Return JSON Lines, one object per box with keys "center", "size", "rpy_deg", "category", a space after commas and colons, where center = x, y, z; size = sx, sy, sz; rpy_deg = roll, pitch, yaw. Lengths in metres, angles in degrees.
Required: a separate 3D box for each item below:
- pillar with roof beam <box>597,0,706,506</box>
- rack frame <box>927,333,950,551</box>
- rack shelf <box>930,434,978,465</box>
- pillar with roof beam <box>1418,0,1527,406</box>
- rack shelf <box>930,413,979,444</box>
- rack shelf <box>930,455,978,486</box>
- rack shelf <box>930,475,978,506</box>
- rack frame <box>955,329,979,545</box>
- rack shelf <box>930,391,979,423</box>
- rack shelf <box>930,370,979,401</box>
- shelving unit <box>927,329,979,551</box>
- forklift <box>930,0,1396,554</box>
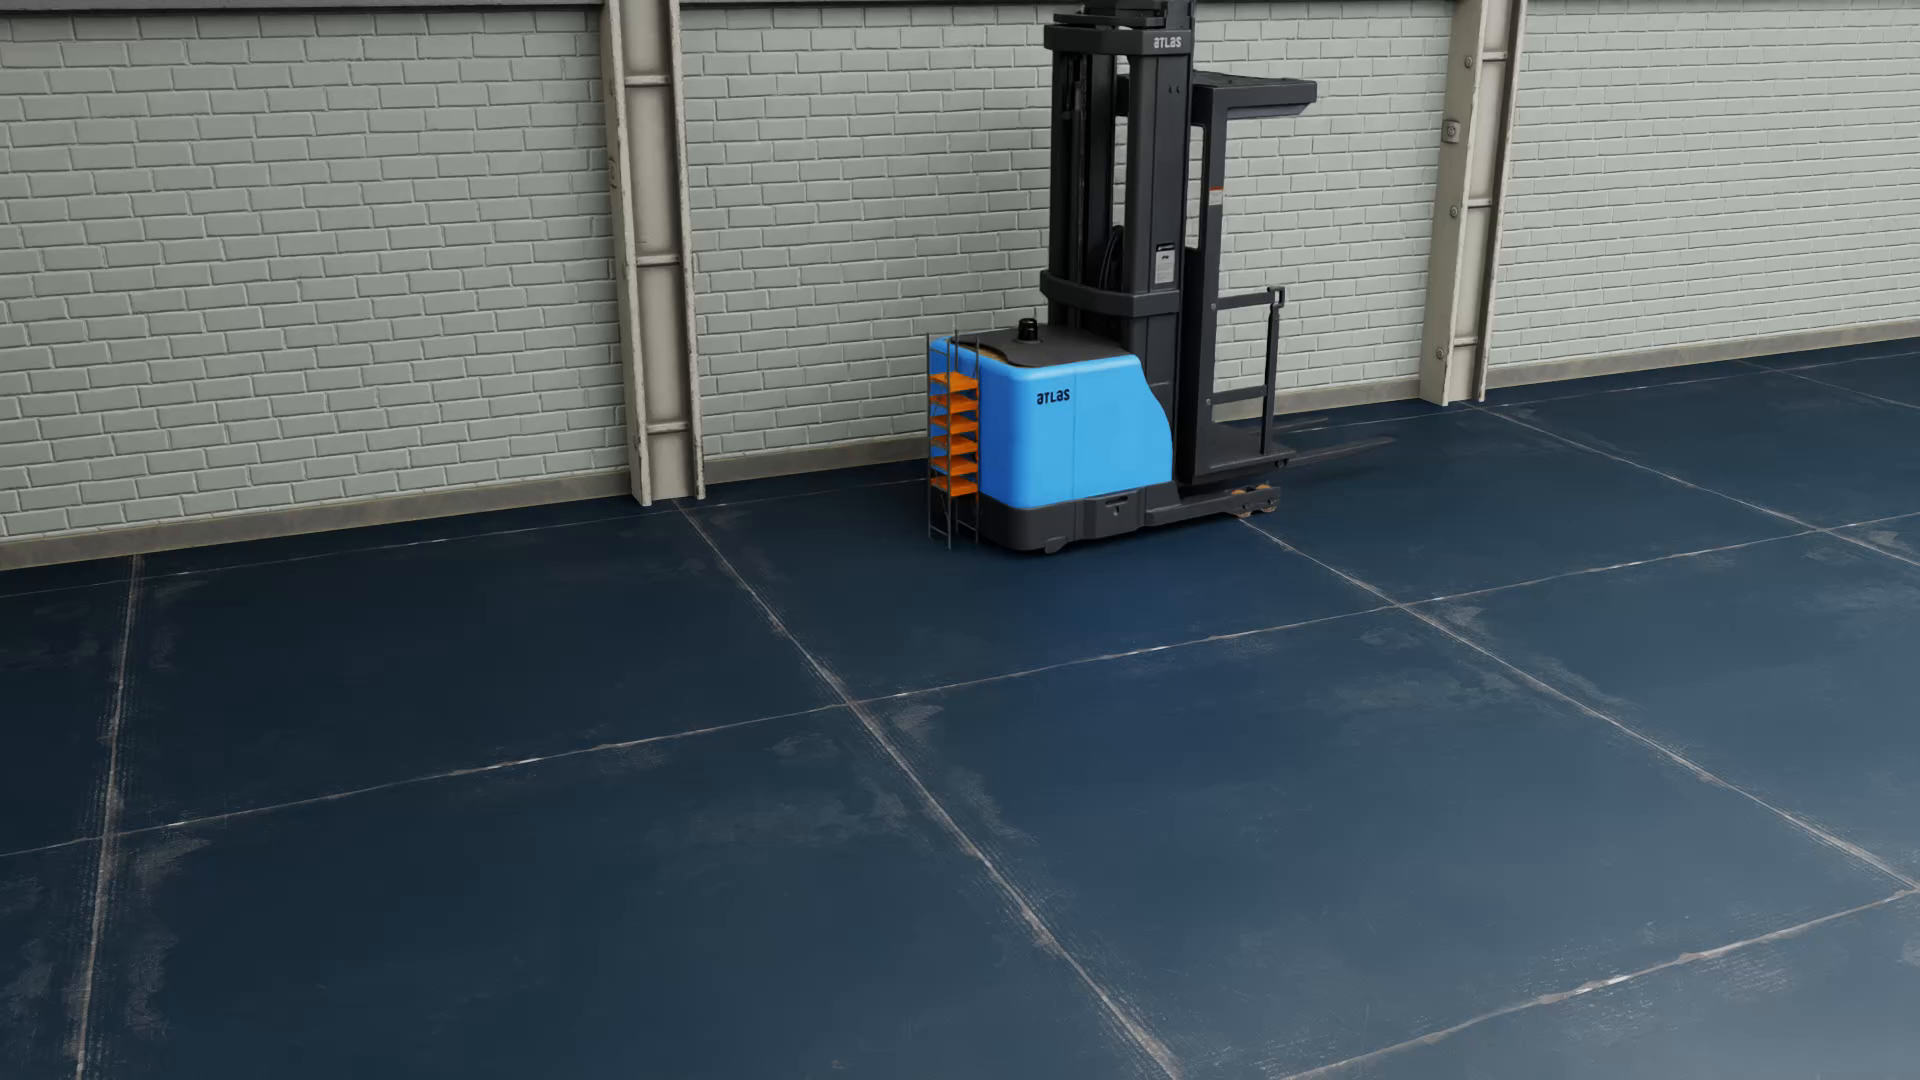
{"center": [-0.103, -3.209, 5.088], "size": [0.400, 9.000, 9.100], "rpy_deg": [-8, 21, -22], "category": "pillar with roof beam"}
{"center": [-0.119, -0.540, 9.250], "size": [0.006, 1.200, 0.240], "rpy_deg": [-11, 22, -29], "category": "rack frame"}
{"center": [-0.041, -0.514, 9.309], "size": [0.180, 0.103, 0.258], "rpy_deg": [-11, 22, -29], "category": "rack shelf"}
{"center": [5.406, -3.999, 7.329], "size": [0.400, 9.000, 9.100], "rpy_deg": [-8, 21, -22], "category": "pillar with roof beam"}
{"center": [-0.041, -0.627, 9.270], "size": [0.180, 0.103, 0.258], "rpy_deg": [-11, 22, -29], "category": "rack shelf"}
{"center": [-0.041, -0.401, 9.349], "size": [0.180, 0.103, 0.258], "rpy_deg": [-11, 22, -29], "category": "rack shelf"}
{"center": [-0.041, -0.288, 9.389], "size": [0.180, 0.103, 0.258], "rpy_deg": [-11, 22, -29], "category": "rack shelf"}
{"center": [0.038, -0.572, 9.339], "size": [0.006, 1.200, 0.240], "rpy_deg": [-11, 22, -29], "category": "rack frame"}
{"center": [-0.041, -0.741, 9.230], "size": [0.180, 0.103, 0.258], "rpy_deg": [-11, 22, -29], "category": "rack shelf"}
{"center": [-0.041, -0.854, 9.190], "size": [0.180, 0.103, 0.258], "rpy_deg": [-11, 22, -29], "category": "rack shelf"}
{"center": [-0.041, -0.556, 9.295], "size": [0.189, 1.200, 0.258], "rpy_deg": [-11, 22, -29], "category": "shelving unit"}
{"center": [1.336, -1.651, 9.799], "size": [3.031, 2.935, 1.130], "rpy_deg": [-11, 22, -29], "category": "forklift"}
